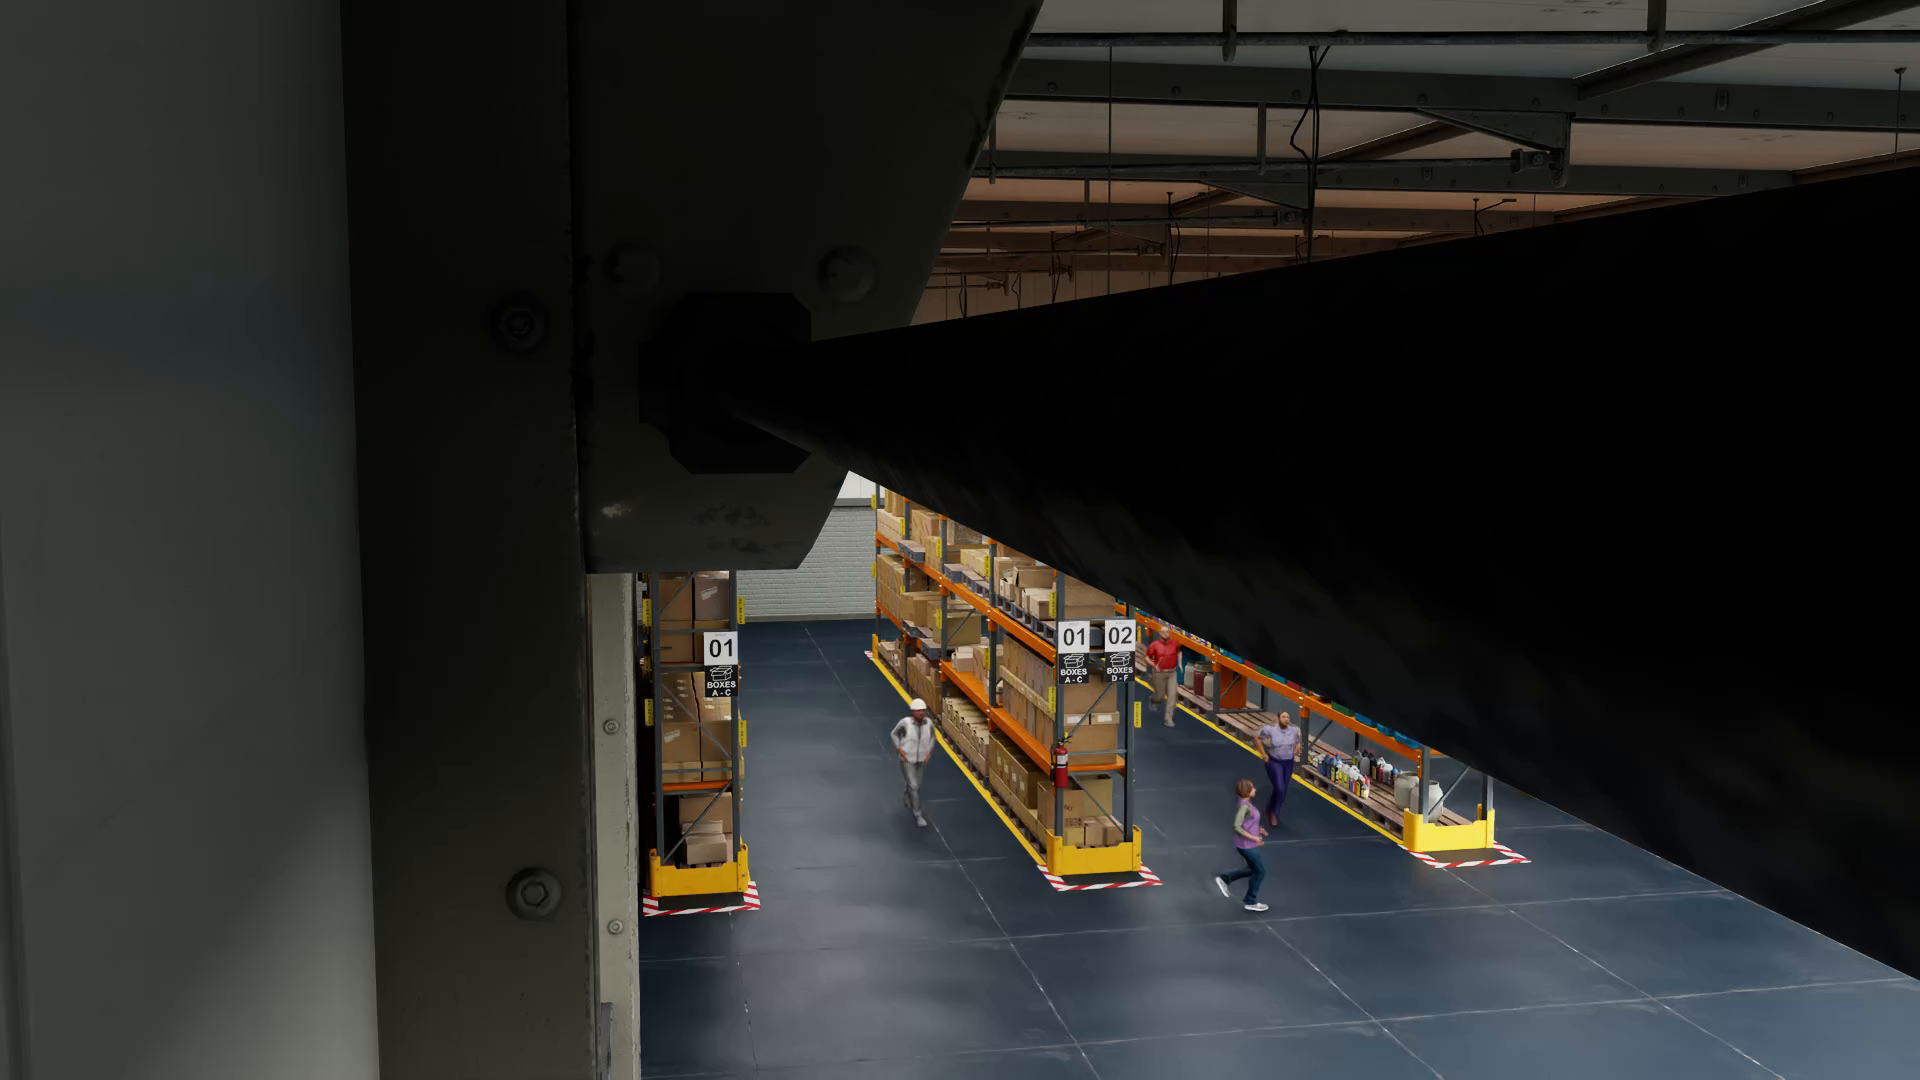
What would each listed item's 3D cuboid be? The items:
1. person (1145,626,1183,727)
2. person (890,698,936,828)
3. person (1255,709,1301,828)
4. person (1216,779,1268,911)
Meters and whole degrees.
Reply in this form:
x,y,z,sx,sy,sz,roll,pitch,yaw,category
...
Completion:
x,y,z,sx,sy,sz,roll,pitch,yaw,category
3.498,2.300,28.297,0.677,1.683,0.926,-1,6,-9,person
-0.662,3.059,23.332,0.663,1.764,0.966,-2,6,-18,person
4.447,3.167,23.121,0.590,1.631,0.727,-2,6,-17,person
3.308,3.563,19.460,0.622,1.550,0.539,1,6,12,person
